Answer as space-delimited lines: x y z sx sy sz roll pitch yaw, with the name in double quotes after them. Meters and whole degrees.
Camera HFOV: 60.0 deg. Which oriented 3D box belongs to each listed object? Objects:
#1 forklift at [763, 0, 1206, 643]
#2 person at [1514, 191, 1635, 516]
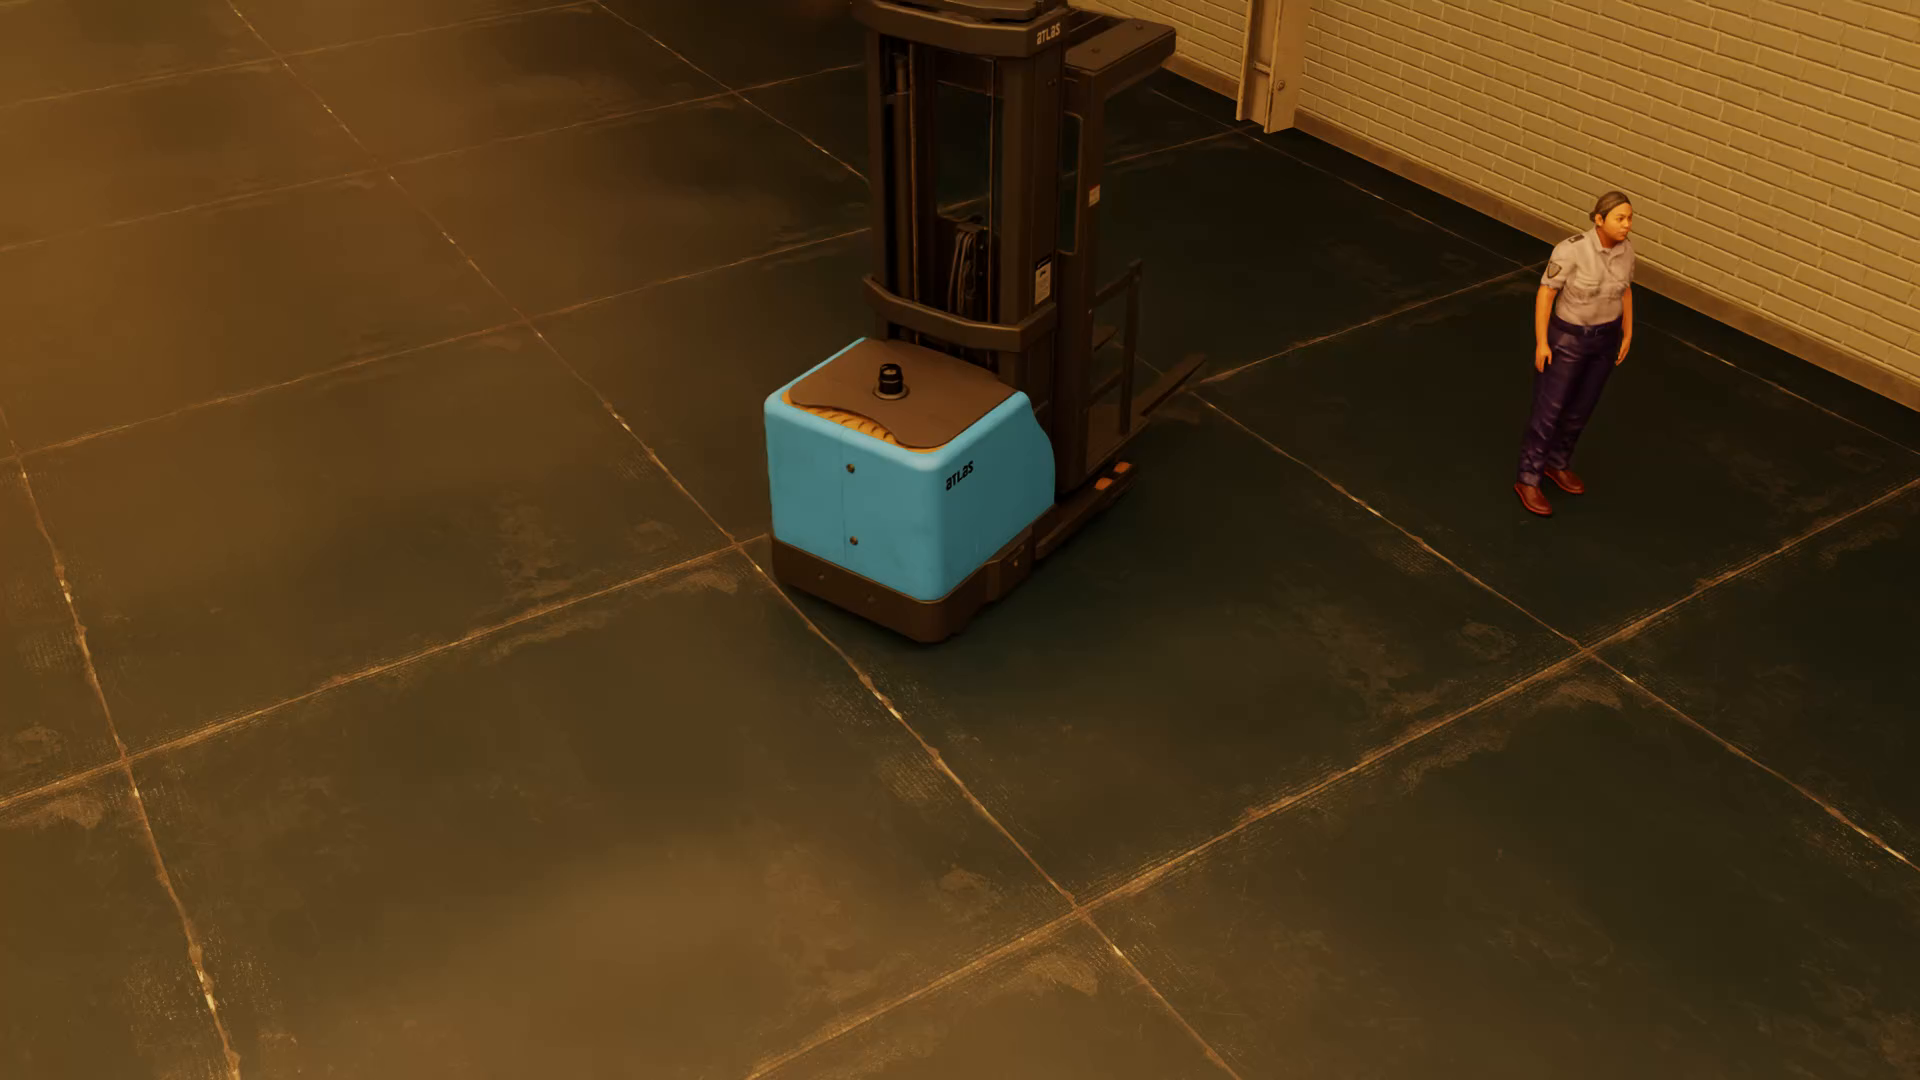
0.319 -1.513 8.301 1.130 2.935 3.031 22 41 28 "forklift"
3.269 -0.971 8.643 0.588 1.646 0.504 -11 37 -15 "person"
